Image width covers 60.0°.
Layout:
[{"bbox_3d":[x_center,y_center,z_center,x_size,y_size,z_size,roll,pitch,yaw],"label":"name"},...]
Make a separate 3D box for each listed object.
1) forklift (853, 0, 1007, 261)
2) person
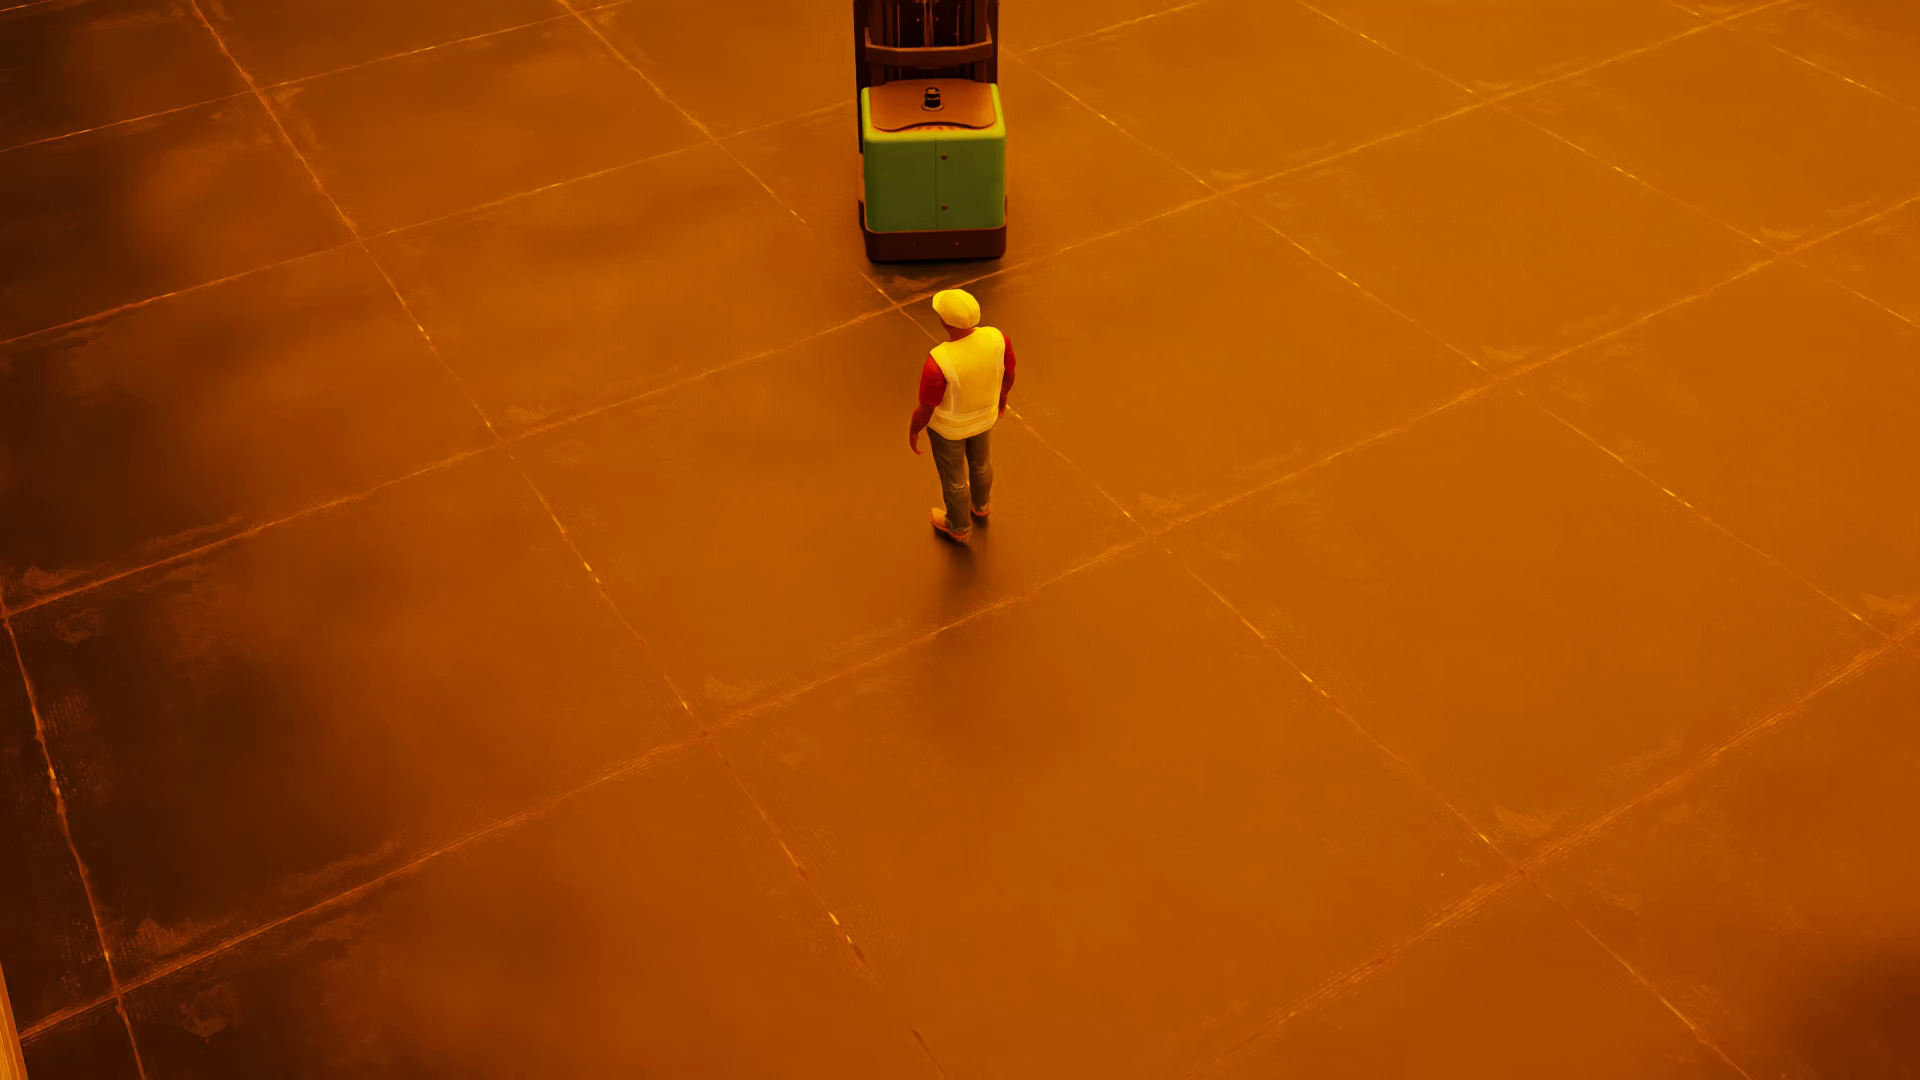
[{"bbox_3d":[-0.274,-4.137,12.605,1.130,2.935,3.031,-3,41,-3],"label":"forklift"},{"bbox_3d":[-0.032,-0.742,9.533,0.665,1.765,0.576,-23,46,-24],"label":"person"}]
